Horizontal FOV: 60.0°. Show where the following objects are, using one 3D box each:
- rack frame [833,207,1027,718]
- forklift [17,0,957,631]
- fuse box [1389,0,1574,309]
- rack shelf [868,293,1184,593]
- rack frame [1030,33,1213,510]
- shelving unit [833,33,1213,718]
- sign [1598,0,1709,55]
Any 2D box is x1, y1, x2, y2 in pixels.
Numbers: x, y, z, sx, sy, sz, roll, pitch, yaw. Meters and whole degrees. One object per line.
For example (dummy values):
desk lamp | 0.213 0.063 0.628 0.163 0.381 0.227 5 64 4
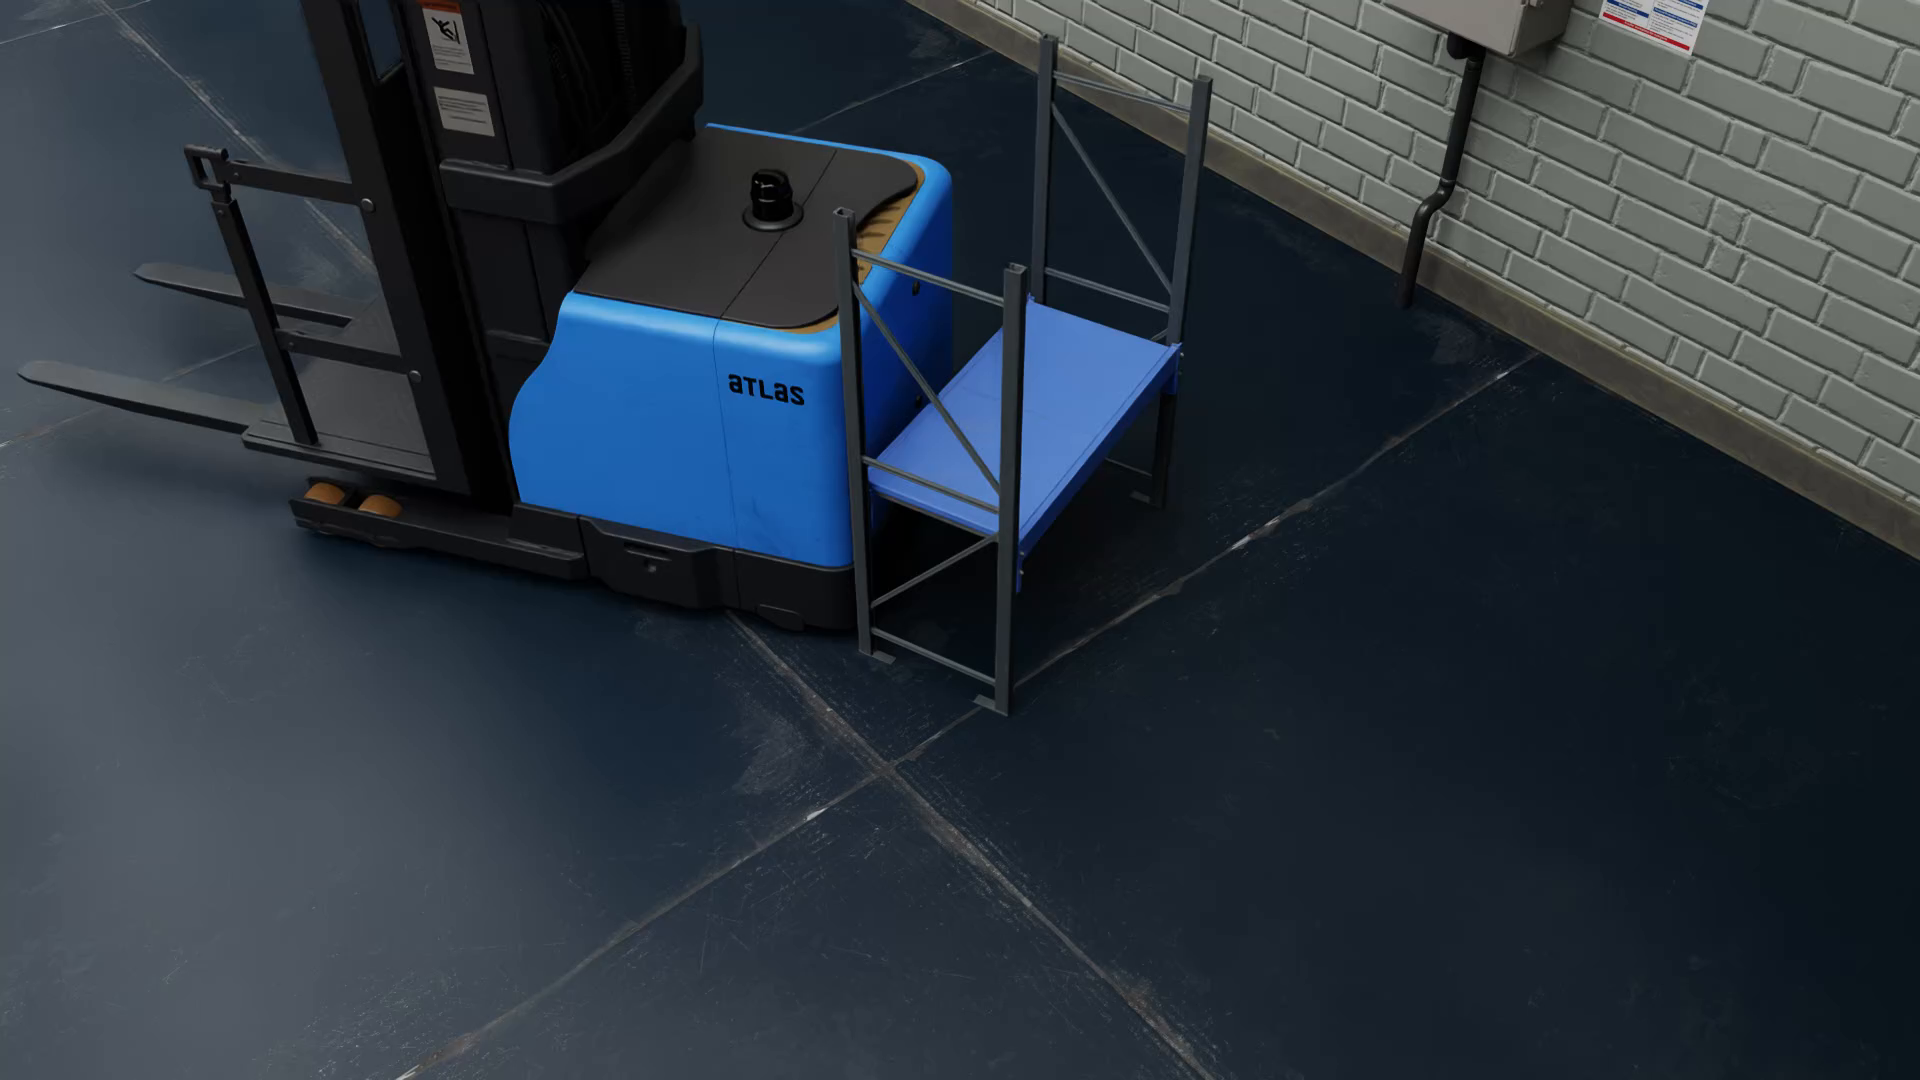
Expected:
rack frame | -0.073 -0.138 4.301 0.500 1.500 0.032 22 47 22
forklift | -1.584 -1.378 4.577 3.031 2.935 1.130 12 44 12
fuse box | 1.642 -1.472 5.568 0.414 1.711 0.539 -30 51 -28
rack shelf | 0.183 -0.308 4.745 0.538 0.185 1.000 22 47 22
rack frame | 0.439 -0.739 4.942 0.500 1.500 0.032 22 47 22
shelving unit | 0.183 -0.439 4.622 0.538 1.500 1.048 22 47 22
sign | 2.117 -1.739 4.980 0.001 0.494 0.329 -30 51 -28
